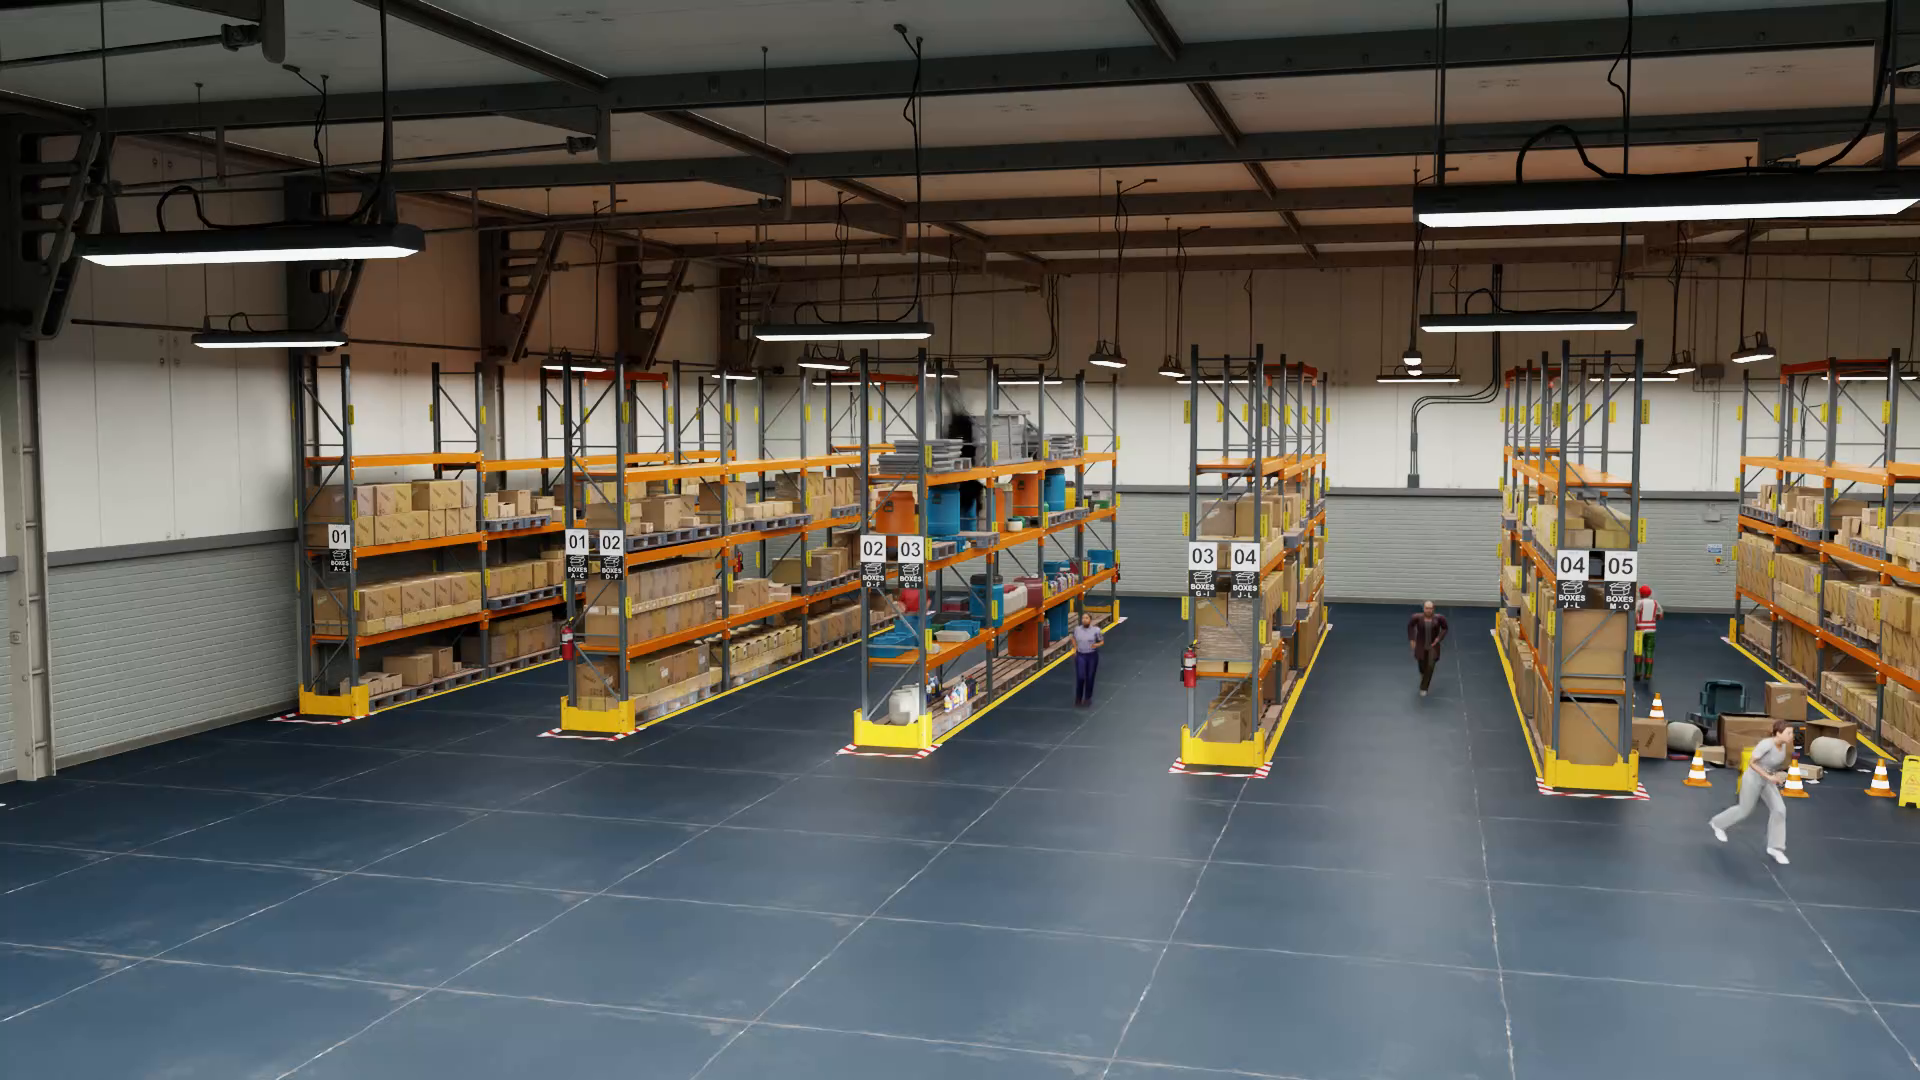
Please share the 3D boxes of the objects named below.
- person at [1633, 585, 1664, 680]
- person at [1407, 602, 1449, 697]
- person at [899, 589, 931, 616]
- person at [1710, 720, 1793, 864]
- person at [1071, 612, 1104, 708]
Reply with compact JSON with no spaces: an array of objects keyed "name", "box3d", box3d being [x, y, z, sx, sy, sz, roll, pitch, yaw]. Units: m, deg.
[{"name":"person","box3d":[12.904,1.776,31.254,0.616,1.851,0.792,1,4,9]},{"name":"person","box3d":[8.395,1.932,29.870,0.707,1.718,0.819,1,4,11]},{"name":"person","box3d":[-0.942,1.583,34.348,0.674,1.682,0.782,1,4,8]},{"name":"person","box3d":[9.047,2.803,18.974,0.601,1.625,1.003,-3,5,-34]},{"name":"person","box3d":[2.181,2.068,28.479,0.576,1.672,0.671,1,4,7]}]
